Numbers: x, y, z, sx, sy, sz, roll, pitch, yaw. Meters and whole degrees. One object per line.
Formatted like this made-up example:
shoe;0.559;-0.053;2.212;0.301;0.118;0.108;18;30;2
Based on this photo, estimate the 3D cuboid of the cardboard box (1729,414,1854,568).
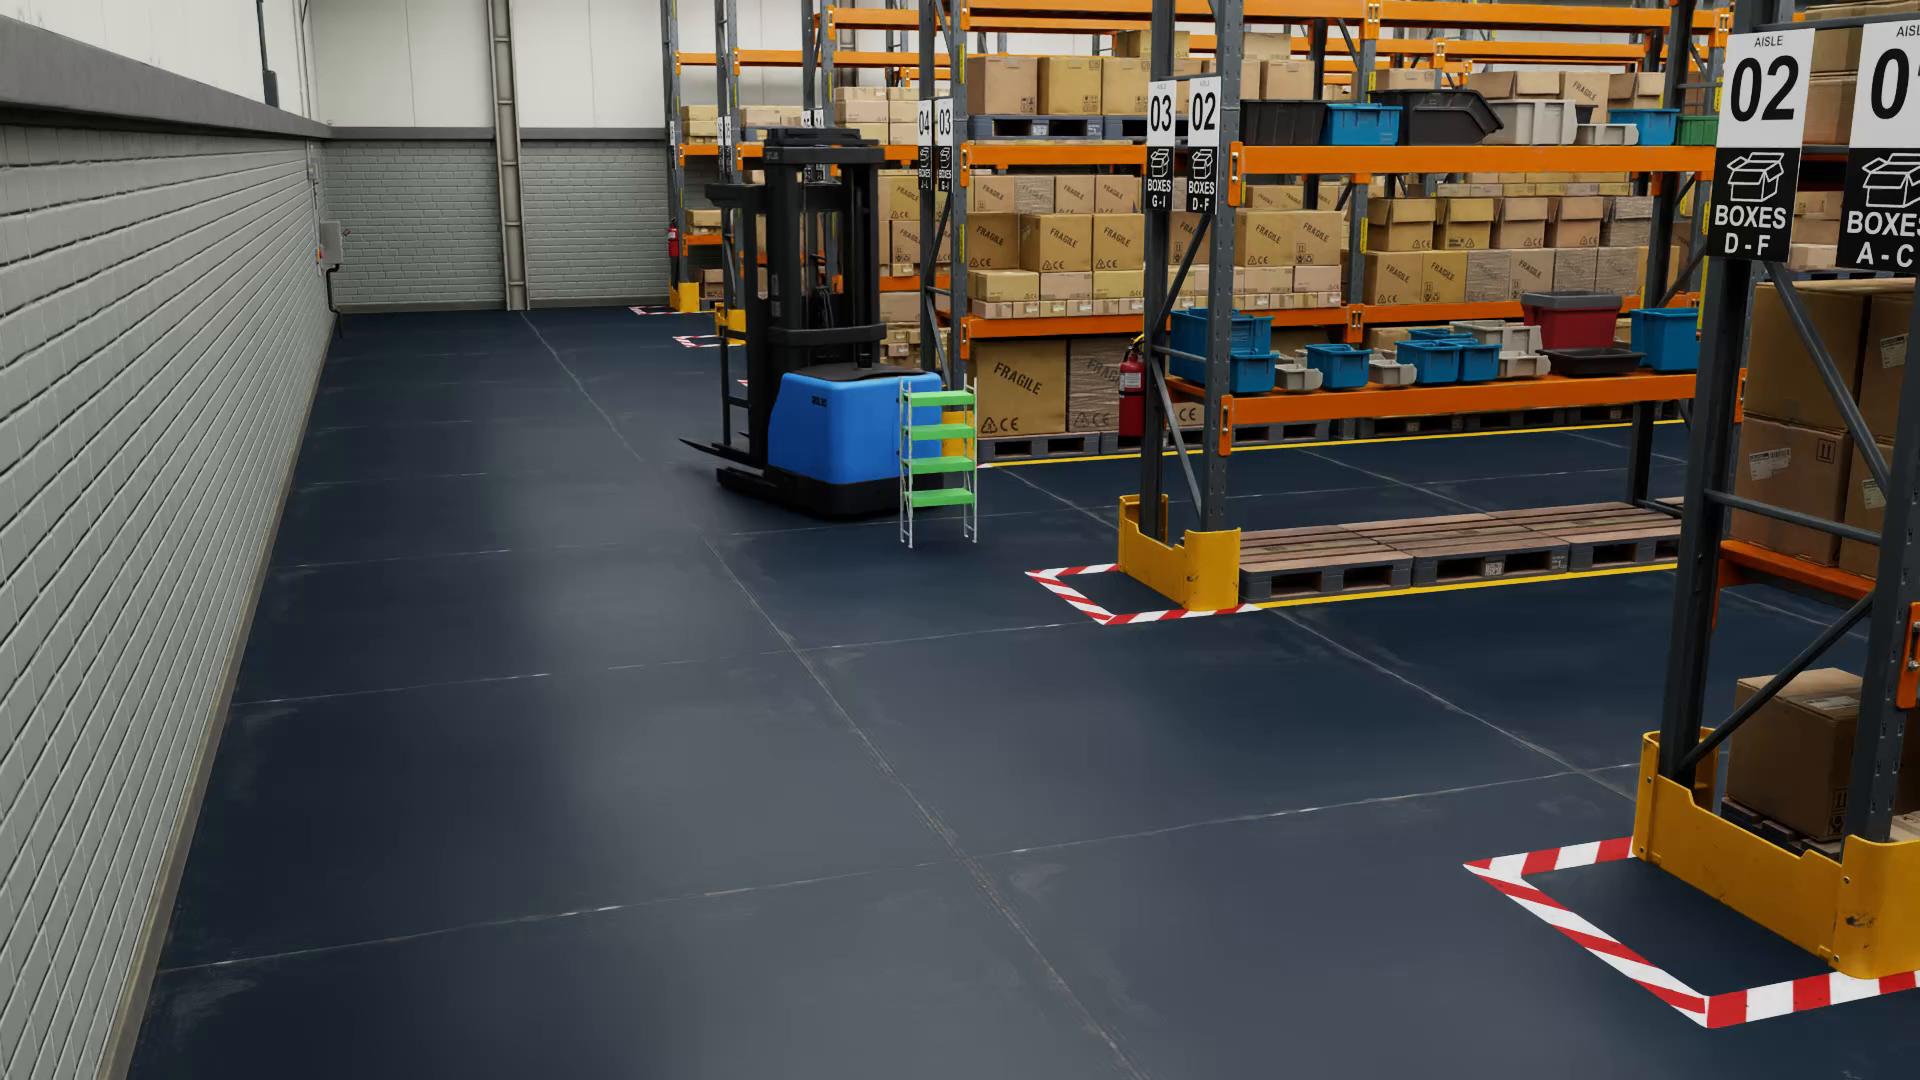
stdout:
cardboard box;3.337;-0.211;6.333;0.500;0.500;0.500;-4;14;-16

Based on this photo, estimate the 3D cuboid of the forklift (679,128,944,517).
forklift;-1.393;-1.889;13.751;1.130;2.935;3.031;-9;16;-35

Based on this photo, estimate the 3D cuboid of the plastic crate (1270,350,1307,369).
plastic crate;2.139;-1.157;10.966;0.243;0.136;0.396;-4;14;-18

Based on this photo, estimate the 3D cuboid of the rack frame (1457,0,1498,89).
rack frame;10.261;-9.604;33.073;0.127;3.000;1.000;-4;14;-18

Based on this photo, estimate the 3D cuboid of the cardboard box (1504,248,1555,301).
cardboard box;5.589;-2.679;16.708;0.500;0.500;0.500;-4;14;-17

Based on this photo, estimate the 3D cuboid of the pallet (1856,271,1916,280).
pallet;10.446;-3.011;18.732;1.213;0.211;1.003;-4;14;-18

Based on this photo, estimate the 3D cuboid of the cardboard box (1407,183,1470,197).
cardboard box;6.369;-4.495;22.179;0.500;0.500;0.700;-5;14;-18

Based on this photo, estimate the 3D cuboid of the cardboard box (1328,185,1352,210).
cardboard box;6.235;-5.503;27.028;0.500;0.500;0.500;-5;14;-20

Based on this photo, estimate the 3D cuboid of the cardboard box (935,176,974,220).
cardboard box;-0.156;-4.065;19.730;0.500;0.500;0.500;-5;14;-19

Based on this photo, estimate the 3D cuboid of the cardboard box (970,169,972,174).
cardboard box;-0.001;-5.474;24.895;0.250;0.149;0.380;-4;14;-17

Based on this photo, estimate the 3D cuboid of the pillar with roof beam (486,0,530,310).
pillar with roof beam;-6.373;-7.478;24.134;0.400;9.000;9.100;-4;14;-18

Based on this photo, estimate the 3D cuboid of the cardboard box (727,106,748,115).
cardboard box;-3.915;-7.290;28.427;0.500;0.250;0.500;-5;14;-18

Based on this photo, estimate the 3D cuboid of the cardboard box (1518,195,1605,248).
cardboard box;6.109;-3.272;17.033;0.637;0.503;0.797;-4;14;-17

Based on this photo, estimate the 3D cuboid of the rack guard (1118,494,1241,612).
rack guard;1.405;0.064;10.793;0.348;0.500;1.175;-4;14;-18

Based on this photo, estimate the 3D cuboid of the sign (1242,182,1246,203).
sign;4.446;-5.449;26.065;0.005;0.325;0.100;-4;14;-18

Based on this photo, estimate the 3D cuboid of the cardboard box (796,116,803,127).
cardboard box;-2.212;-6.036;23.975;0.250;0.149;0.380;-4;14;-16

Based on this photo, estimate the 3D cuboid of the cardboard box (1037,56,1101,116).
cardboard box;0.891;-4.069;14.945;0.500;0.500;0.700;-5;14;-20

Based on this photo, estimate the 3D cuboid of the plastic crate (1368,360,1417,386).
plastic crate;2.736;-1.059;10.553;0.298;0.136;0.250;-4;14;-18

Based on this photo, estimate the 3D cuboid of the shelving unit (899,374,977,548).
shelving unit;-0.157;-0.572;11.953;0.503;1.200;0.258;-4;14;-18

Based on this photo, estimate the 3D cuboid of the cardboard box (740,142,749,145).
cardboard box;-3.769;-6.850;28.521;0.250;0.149;0.380;-4;14;-17

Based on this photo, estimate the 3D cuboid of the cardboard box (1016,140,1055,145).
cardboard box;0.812;-4.852;19.902;0.500;0.250;0.500;-5;14;-19

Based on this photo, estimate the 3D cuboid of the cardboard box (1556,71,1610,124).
cardboard box;6.081;-4.402;16.560;0.500;0.500;0.500;-4;14;-15

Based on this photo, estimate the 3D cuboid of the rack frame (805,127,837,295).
rack frame;-1.642;-3.338;19.694;0.127;3.000;1.000;-4;14;-18

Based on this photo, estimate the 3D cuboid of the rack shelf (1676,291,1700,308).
rack shelf;9.322;-2.631;18.276;4.000;0.370;1.077;-4;14;-18

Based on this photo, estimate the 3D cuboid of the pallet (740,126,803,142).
pallet;-2.617;-5.889;24.130;1.213;0.211;1.003;-4;14;-18

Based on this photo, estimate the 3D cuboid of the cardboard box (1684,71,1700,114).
cardboard box;7.799;-4.674;17.534;0.500;0.500;0.500;-4;14;-17

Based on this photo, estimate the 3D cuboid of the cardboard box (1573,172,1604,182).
cardboard box;10.500;-6.095;28.267;0.500;0.500;0.700;-5;14;-19

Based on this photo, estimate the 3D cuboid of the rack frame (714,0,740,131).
rack frame;-3.317;-7.335;23.533;0.127;3.000;1.000;-4;14;-18

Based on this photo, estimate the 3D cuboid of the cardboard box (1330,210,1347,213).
cardboard box;4.952;-4.271;21.966;0.250;0.149;0.380;-5;14;-18

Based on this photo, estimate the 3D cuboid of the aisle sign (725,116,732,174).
aisle sign;-3.293;-5.612;23.637;0.004;0.787;0.394;-4;14;-18

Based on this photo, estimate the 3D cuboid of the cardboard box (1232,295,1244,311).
cardboard box;2.475;-2.245;15.643;0.250;0.149;0.380;-4;14;-17

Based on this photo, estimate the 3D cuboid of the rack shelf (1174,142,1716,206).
rack shelf;3.319;-2.413;10.879;4.000;0.370;1.077;-4;14;-18

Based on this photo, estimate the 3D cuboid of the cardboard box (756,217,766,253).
cardboard box;-2.770;-4.437;24.100;0.500;0.500;0.500;-5;14;-19

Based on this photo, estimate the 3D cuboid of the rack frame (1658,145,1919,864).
rack frame;3.000;-0.070;5.954;0.127;3.000;1.000;-4;14;-18

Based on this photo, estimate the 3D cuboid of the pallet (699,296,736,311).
pallet;-4.076;-4.213;29.397;1.213;0.211;1.003;-4;14;-18

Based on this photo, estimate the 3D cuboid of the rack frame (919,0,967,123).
rack frame;-0.156;-5.161;14.395;0.127;3.000;1.000;-4;14;-18

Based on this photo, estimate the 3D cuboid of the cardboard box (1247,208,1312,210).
cardboard box;3.099;-2.995;16.314;0.500;0.500;0.500;-4;14;-18

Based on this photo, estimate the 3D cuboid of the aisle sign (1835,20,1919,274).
aisle sign;3.029;-1.265;5.362;0.004;0.787;0.394;-4;14;-18

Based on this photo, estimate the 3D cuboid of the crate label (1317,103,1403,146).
crate label;2.401;-2.541;10.181;0.502;0.251;0.408;-4;14;-18

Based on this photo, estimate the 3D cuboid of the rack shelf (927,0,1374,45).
rack shelf;1.739;-4.764;15.146;4.000;0.370;1.077;-4;14;-18

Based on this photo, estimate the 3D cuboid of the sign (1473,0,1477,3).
sign;8.239;-8.631;26.620;0.005;0.325;0.100;-4;14;-18

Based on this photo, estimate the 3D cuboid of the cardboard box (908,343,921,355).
cardboard box;-0.583;-2.328;20.058;0.250;0.149;0.380;-4;14;-17

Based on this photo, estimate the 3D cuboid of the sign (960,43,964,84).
sign;0.015;-4.044;14.119;0.005;0.325;0.100;-4;14;-18

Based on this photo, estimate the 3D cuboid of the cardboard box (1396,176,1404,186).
cardboard box;7.042;-5.878;27.204;0.250;0.149;0.380;-5;14;-20

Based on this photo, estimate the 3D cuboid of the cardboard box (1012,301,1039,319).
cardboard box;0.528;-2.094;15.006;0.250;0.149;0.380;-5;14;-19

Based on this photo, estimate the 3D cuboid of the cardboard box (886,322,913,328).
cardboard box;-0.760;-2.592;20.527;0.250;0.149;0.380;-5;14;-19

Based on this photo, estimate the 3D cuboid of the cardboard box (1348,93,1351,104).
cardboard box;5.158;-5.681;21.191;0.258;0.266;0.396;-4;14;-18

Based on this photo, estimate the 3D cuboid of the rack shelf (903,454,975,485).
rack shelf;-0.157;-0.509;11.967;0.480;0.148;0.258;-4;14;-18

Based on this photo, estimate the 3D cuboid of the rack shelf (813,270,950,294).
rack shelf;0.253;-3.136;20.398;4.000;0.370;1.077;-4;14;-18

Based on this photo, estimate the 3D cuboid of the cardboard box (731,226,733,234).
cardboard box;-4.040;-5.402;28.916;0.250;0.149;0.380;-5;14;-19

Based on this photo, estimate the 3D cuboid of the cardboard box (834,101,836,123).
cardboard box;-1.287;-5.057;19.684;0.500;0.250;0.500;-5;14;-20

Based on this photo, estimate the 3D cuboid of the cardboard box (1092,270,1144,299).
cardboard box;1.353;-2.367;15.293;0.500;0.250;0.500;-5;14;-20

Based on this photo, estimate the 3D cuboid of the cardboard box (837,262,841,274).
cardboard box;-1.423;-3.302;20.085;0.250;0.149;0.380;-4;14;-18
